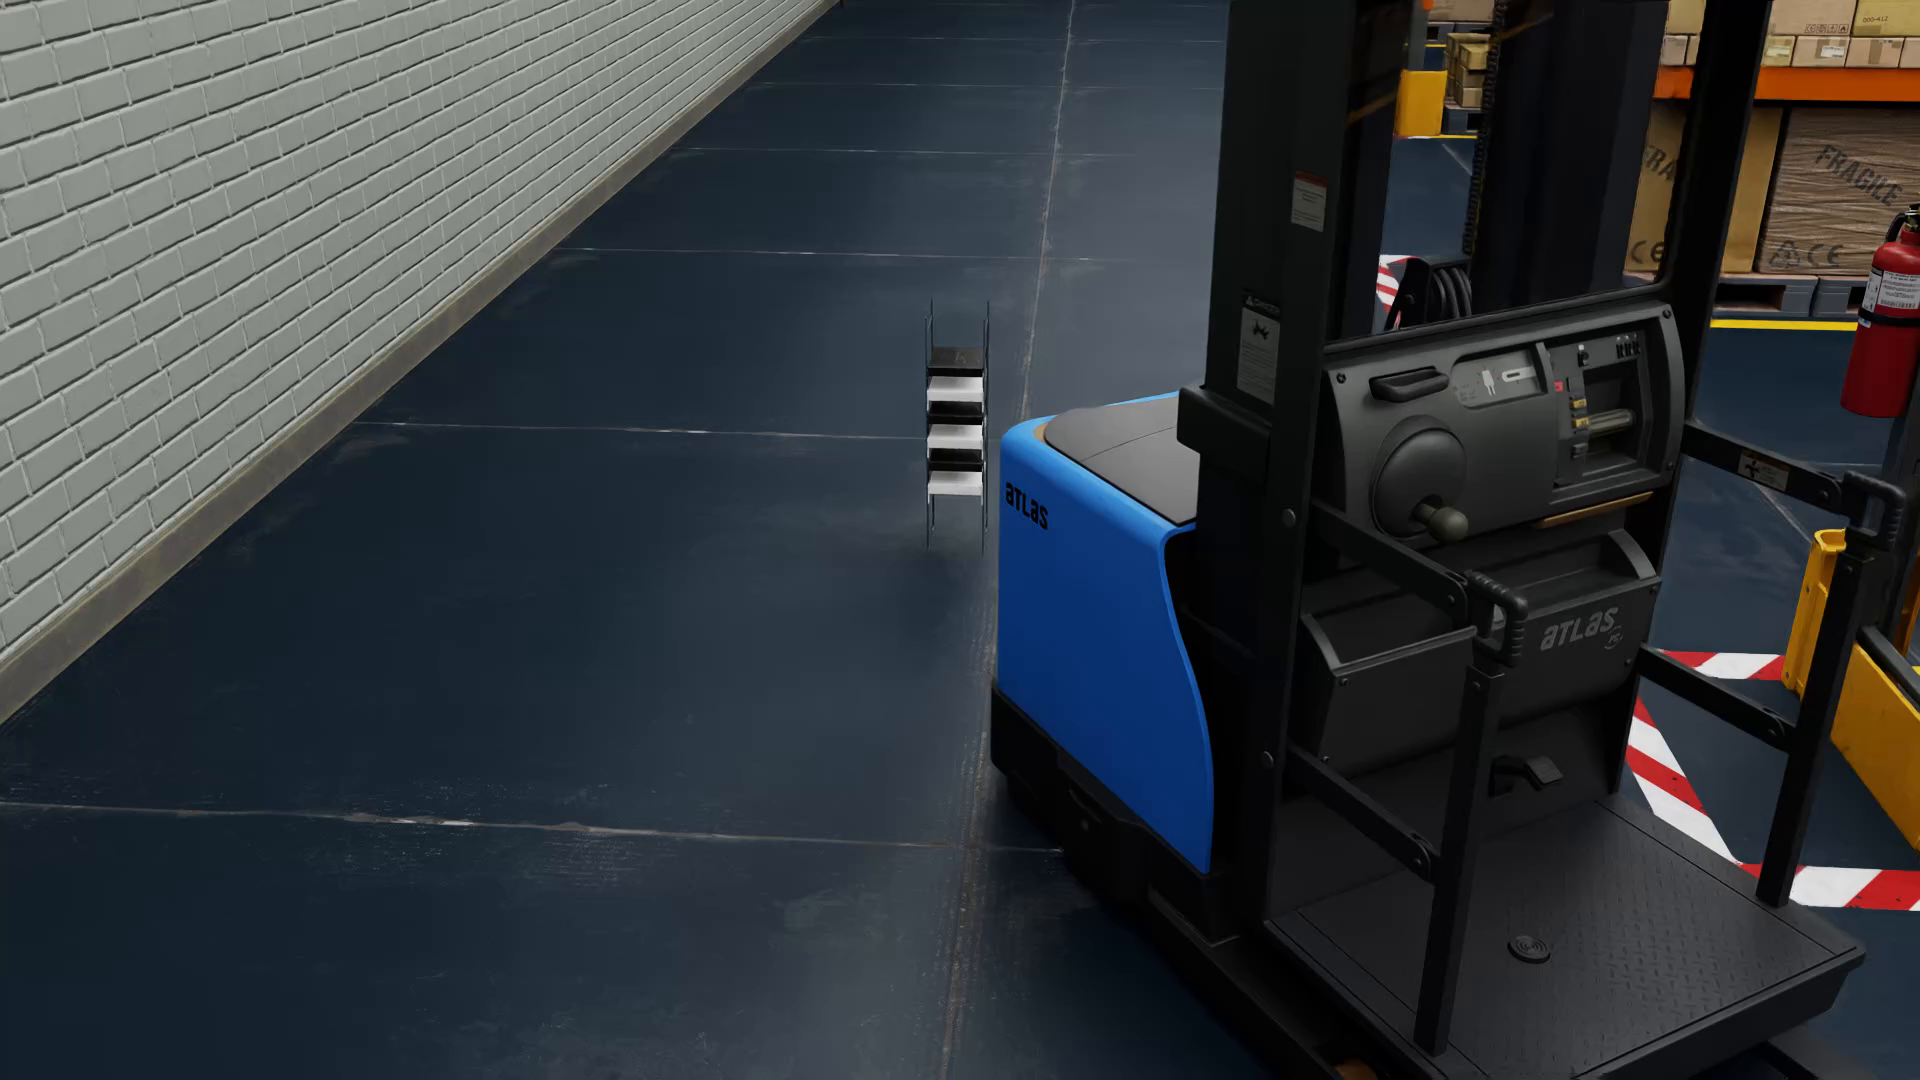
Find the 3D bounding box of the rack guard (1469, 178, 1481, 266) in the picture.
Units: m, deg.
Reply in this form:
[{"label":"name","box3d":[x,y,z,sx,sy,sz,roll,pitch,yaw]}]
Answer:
[{"label":"rack guard","box3d":[3.120,-1.627,9.189,0.348,0.500,1.175,2,25,4]}]

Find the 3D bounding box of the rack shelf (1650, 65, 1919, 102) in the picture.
[{"label":"rack shelf","box3d":[5.138,-2.371,8.676,4.000,0.370,1.077,2,25,4]}]

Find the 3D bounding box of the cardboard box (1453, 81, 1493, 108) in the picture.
[{"label":"cardboard box","box3d":[4.123,-3.572,13.332,0.250,0.149,0.380,2,25,5]}]

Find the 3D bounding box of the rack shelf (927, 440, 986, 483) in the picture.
[{"label":"rack shelf","box3d":[-0.008,-0.297,6.114,0.200,0.077,0.258,2,25,4]}]

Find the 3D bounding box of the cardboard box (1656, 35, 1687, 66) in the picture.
[{"label":"cardboard box","box3d":[3.473,-2.499,8.394,0.250,0.149,0.380,2,25,5]}]

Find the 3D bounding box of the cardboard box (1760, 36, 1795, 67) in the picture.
[{"label":"cardboard box","box3d":[3.984,-2.484,8.360,0.250,0.149,0.380,1,25,3]}]

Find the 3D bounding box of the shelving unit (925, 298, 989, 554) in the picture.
[{"label":"shelving unit","box3d":[-0.008,-0.409,6.062,0.210,0.900,0.258,2,25,4]}]

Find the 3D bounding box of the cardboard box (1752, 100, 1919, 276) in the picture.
[{"label":"cardboard box","box3d":[4.696,-1.972,8.986,0.875,0.875,0.875,2,25,4]}]

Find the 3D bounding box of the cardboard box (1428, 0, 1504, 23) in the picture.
[{"label":"cardboard box","box3d":[5.482,-5.914,18.077,0.875,0.438,0.875,2,25,5]}]

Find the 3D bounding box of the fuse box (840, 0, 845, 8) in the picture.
[{"label":"fuse box","box3d":[-1.415,-7.349,20.174,0.414,1.711,0.539,2,25,4]}]

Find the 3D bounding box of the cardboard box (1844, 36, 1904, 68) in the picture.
[{"label":"cardboard box","box3d":[4.498,-2.467,8.324,0.250,0.149,0.380,1,25,3]}]

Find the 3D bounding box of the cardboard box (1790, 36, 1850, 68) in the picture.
[{"label":"cardboard box","box3d":[4.244,-2.476,8.342,0.250,0.149,0.380,1,25,3]}]

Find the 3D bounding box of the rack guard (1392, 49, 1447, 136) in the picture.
[{"label":"rack guard","box3d":[3.700,-3.688,13.667,0.348,0.500,1.175,2,25,4]}]

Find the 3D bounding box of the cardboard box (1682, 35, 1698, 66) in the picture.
[{"label":"cardboard box","box3d":[3.729,-2.492,8.377,0.250,0.149,0.380,1,25,3]}]

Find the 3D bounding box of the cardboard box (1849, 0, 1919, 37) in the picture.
[{"label":"cardboard box","box3d":[4.622,-2.670,8.288,0.500,0.250,0.500,1,25,2]}]

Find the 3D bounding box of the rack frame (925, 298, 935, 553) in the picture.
[{"label":"rack frame","box3d":[-0.109,-0.412,6.070,0.006,0.900,0.240,2,25,4]}]

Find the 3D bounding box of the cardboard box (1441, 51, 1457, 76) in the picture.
[{"label":"cardboard box","box3d":[4.173,-3.959,13.818,0.250,0.149,0.380,1,25,3]}]

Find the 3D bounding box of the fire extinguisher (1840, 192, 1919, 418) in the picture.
[{"label":"fire extinguisher","box3d":[2.649,-0.688,4.695,0.183,0.674,0.296,2,25,4]}]

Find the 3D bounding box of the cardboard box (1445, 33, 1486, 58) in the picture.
[{"label":"cardboard box","box3d":[4.172,-4.081,13.727,0.250,0.149,0.380,2,25,5]}]

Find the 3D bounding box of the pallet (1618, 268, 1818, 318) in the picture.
[{"label":"pallet","box3d":[3.947,-1.502,9.263,1.213,0.211,1.003,2,25,4]}]

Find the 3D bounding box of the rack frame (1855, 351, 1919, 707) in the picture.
[{"label":"rack frame","box3d":[2.765,-0.698,4.178,0.127,3.000,1.000,2,25,4]}]

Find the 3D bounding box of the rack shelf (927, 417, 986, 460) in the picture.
[{"label":"rack shelf","box3d":[-0.008,-0.379,6.076,0.200,0.077,0.258,2,25,4]}]

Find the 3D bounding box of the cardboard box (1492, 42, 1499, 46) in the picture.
[{"label":"cardboard box","box3d":[4.405,-3.875,13.280,0.250,0.149,0.380,2,25,5]}]

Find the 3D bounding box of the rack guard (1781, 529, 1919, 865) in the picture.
[{"label":"rack guard","box3d":[2.740,0.442,4.691,0.348,0.500,1.175,2,25,4]}]

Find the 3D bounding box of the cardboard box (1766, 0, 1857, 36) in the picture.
[{"label":"cardboard box","box3d":[4.121,-2.687,8.326,0.500,0.250,0.500,2,25,3]}]

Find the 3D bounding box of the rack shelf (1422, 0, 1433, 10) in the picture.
[{"label":"rack shelf","box3d":[5.619,-4.435,13.161,4.000,0.370,1.077,2,25,4]}]

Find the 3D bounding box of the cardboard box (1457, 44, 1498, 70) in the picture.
[{"label":"cardboard box","box3d":[4.121,-3.834,13.190,0.250,0.149,0.380,1,25,2]}]

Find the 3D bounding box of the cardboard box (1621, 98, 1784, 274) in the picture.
[{"label":"cardboard box","box3d":[3.788,-2.001,9.049,0.875,0.875,0.875,2,25,4]}]

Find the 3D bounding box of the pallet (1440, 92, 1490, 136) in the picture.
[{"label":"pallet","box3d":[4.508,-3.516,13.639,1.213,0.211,1.003,2,25,4]}]

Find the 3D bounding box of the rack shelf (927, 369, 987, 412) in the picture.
[{"label":"rack shelf","box3d":[-0.008,-0.542,6.001,0.200,0.077,0.258,2,25,4]}]

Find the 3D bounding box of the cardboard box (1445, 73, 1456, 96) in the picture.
[{"label":"cardboard box","box3d":[4.165,-3.792,13.811,0.250,0.149,0.380,2,25,5]}]

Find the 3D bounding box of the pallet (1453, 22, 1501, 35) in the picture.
[{"label":"pallet","box3d":[5.919,-5.593,18.152,1.213,0.211,1.003,2,25,4]}]

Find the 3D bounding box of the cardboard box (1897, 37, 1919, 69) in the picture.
[{"label":"cardboard box","box3d":[4.755,-2.459,8.306,0.250,0.149,0.380,2,25,3]}]

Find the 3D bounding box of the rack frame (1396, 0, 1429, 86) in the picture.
[{"label":"rack frame","box3d":[3.625,-4.826,13.150,0.127,3.000,1.000,2,25,4]}]

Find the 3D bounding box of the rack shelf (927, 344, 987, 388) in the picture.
[{"label":"rack shelf","box3d":[-0.008,-0.624,5.964,0.200,0.077,0.258,2,25,4]}]

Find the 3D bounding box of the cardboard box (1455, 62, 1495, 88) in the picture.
[{"label":"cardboard box","box3d":[4.127,-3.733,13.327,0.250,0.149,0.380,3,25,6]}]

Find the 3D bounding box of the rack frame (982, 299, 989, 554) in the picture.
[{"label":"rack frame","box3d":[0.093,-0.406,6.055,0.006,0.900,0.240,2,25,4]}]

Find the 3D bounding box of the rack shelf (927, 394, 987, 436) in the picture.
[{"label":"rack shelf","box3d":[-0.008,-0.461,6.039,0.200,0.077,0.258,2,25,4]}]

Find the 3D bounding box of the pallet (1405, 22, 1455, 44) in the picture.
[{"label":"pallet","box3d":[4.706,-5.633,18.239,1.213,0.211,1.003,2,25,4]}]

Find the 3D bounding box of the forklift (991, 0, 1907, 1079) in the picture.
[{"label":"forklift","box3d":[1.225,-0.211,3.202,1.130,2.935,3.031,-13,28,-25]}]

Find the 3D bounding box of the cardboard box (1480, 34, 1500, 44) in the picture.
[{"label":"cardboard box","box3d":[4.418,-4.049,13.657,0.250,0.149,0.380,2,25,5]}]

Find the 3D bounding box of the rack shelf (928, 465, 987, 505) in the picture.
[{"label":"rack shelf","box3d":[-0.008,-0.215,6.152,0.200,0.077,0.258,2,25,4]}]

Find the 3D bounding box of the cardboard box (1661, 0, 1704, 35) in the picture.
[{"label":"cardboard box","box3d":[3.602,-2.701,8.356,0.500,0.250,0.500,1,25,3]}]

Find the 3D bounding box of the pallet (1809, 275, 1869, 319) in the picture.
[{"label":"pallet","box3d":[5.161,-1.462,9.176,1.213,0.211,1.003,2,25,4]}]
